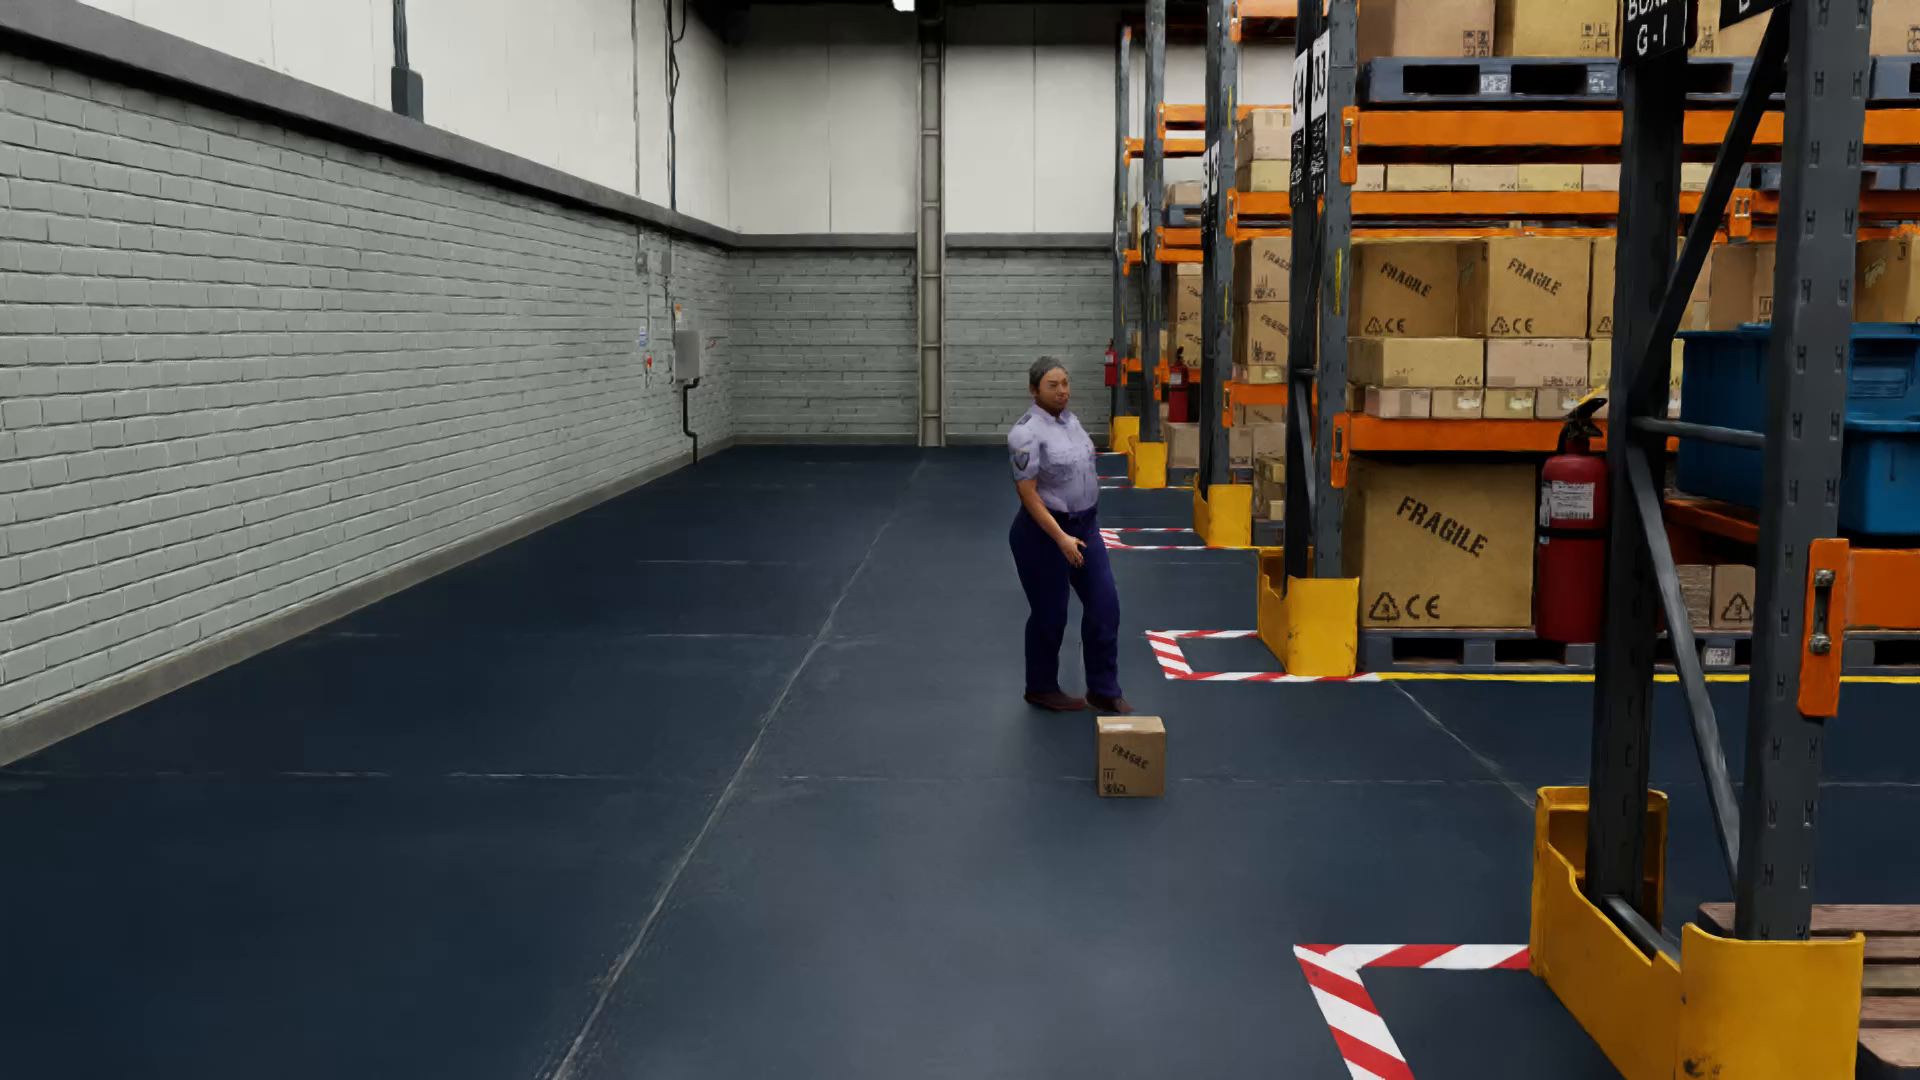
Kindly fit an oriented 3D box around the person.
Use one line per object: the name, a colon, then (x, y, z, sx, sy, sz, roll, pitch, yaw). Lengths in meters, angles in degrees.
person: (0.481, 0.030, 7.502, 0.530, 1.687, 0.621, 7, 10, 41)
